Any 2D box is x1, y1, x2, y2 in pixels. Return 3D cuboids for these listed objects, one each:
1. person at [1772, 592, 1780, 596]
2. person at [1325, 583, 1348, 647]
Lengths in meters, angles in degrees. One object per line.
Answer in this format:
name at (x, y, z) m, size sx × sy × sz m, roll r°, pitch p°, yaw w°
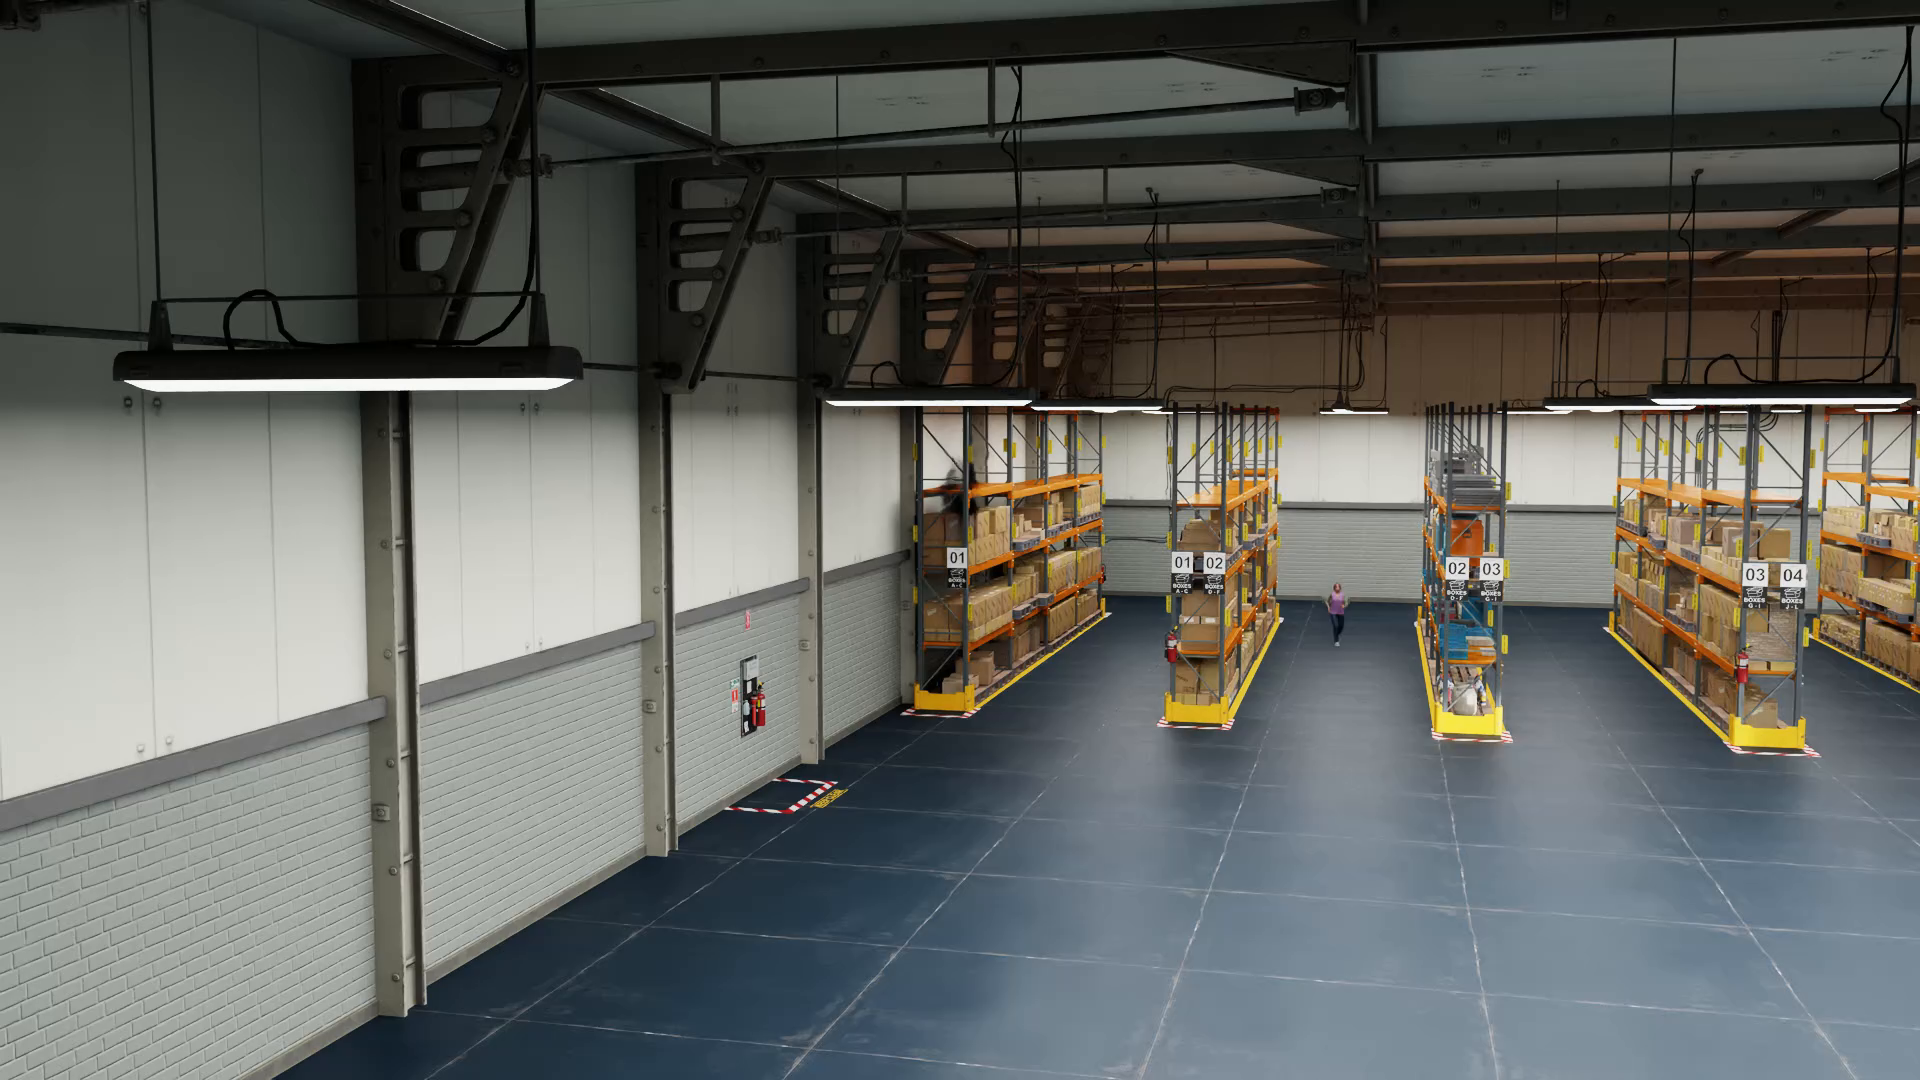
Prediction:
person at (20.627, 1.815, 41.970) m, size 0.596 × 1.624 × 0.527 m, roll 1°, pitch 4°, yaw 17°
person at (9.450, 1.857, 41.727) m, size 0.547 × 1.564 × 0.767 m, roll 0°, pitch 4°, yaw 5°
